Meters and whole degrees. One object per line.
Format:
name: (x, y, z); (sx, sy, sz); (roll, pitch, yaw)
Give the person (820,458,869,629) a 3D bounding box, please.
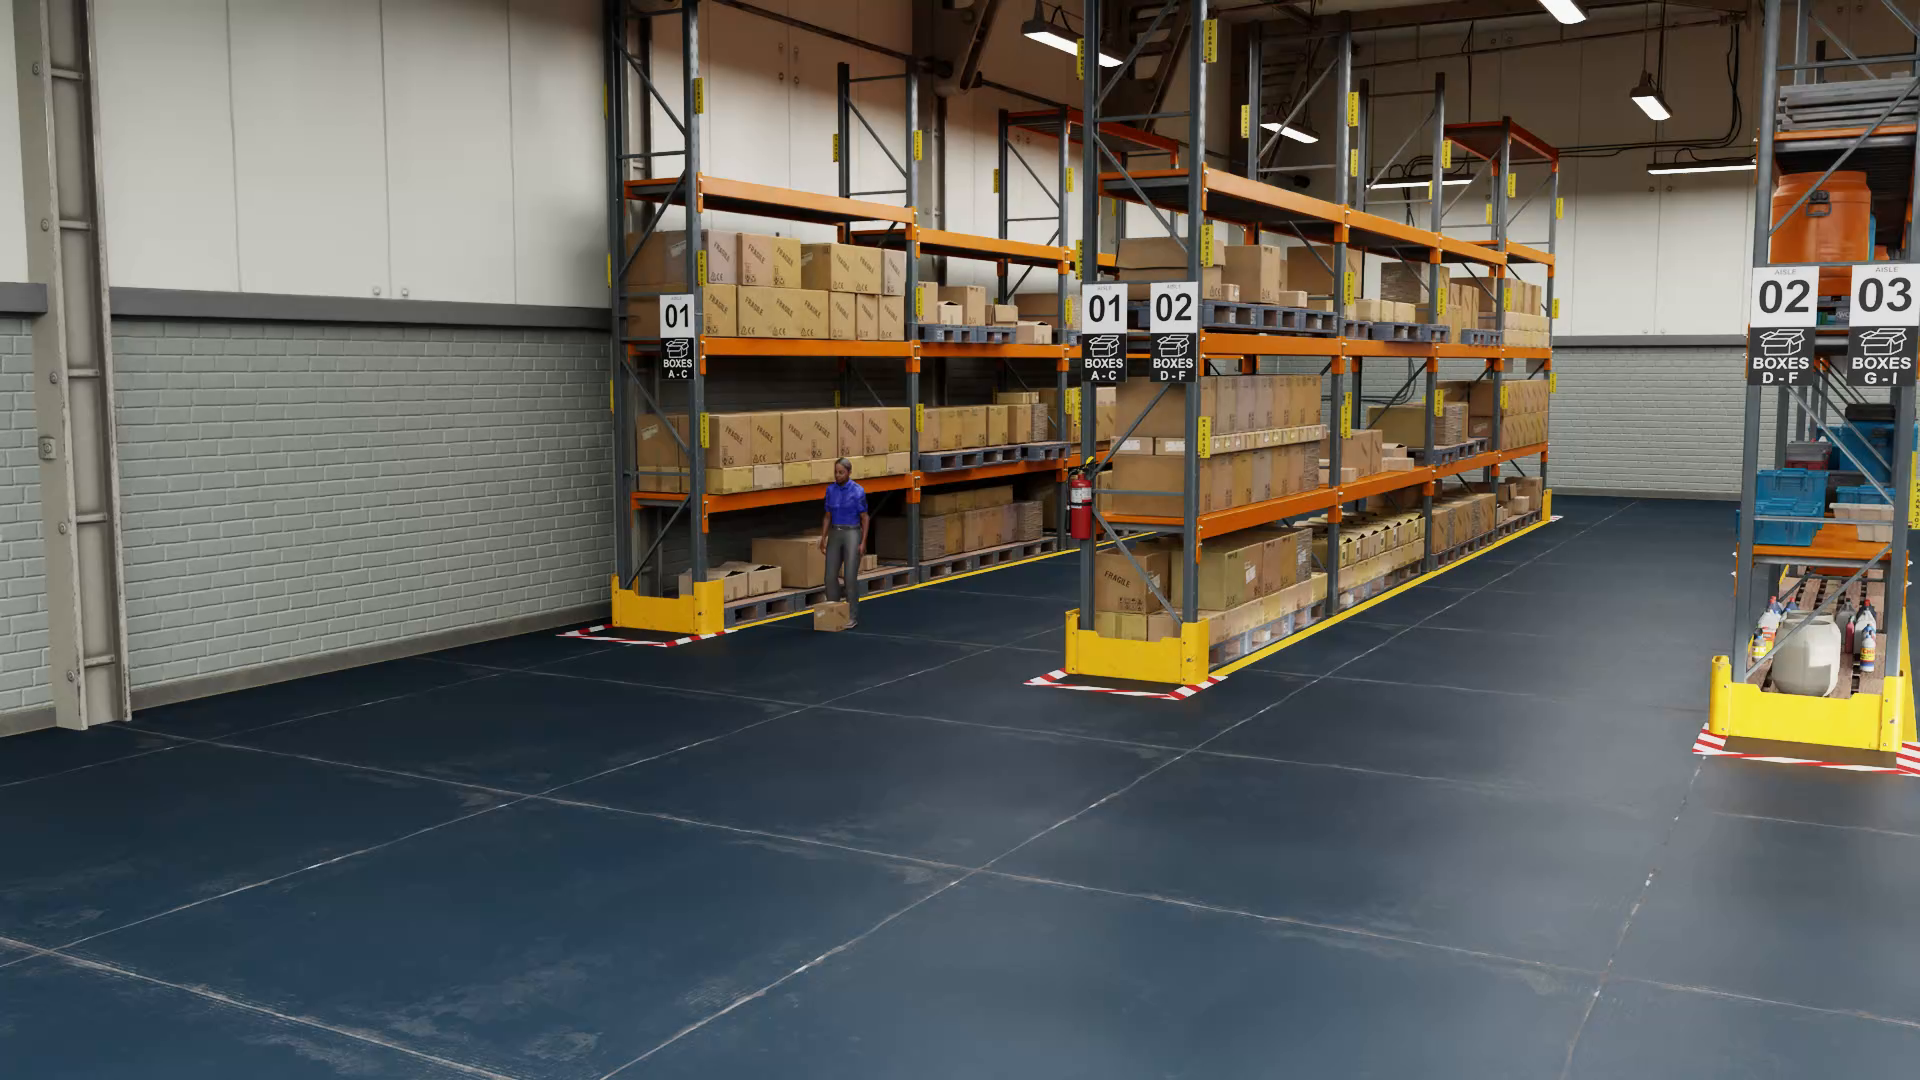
person: (-1.146, 0.021, 16.189); (0.529, 1.656, 0.395); (3, 7, 26)
